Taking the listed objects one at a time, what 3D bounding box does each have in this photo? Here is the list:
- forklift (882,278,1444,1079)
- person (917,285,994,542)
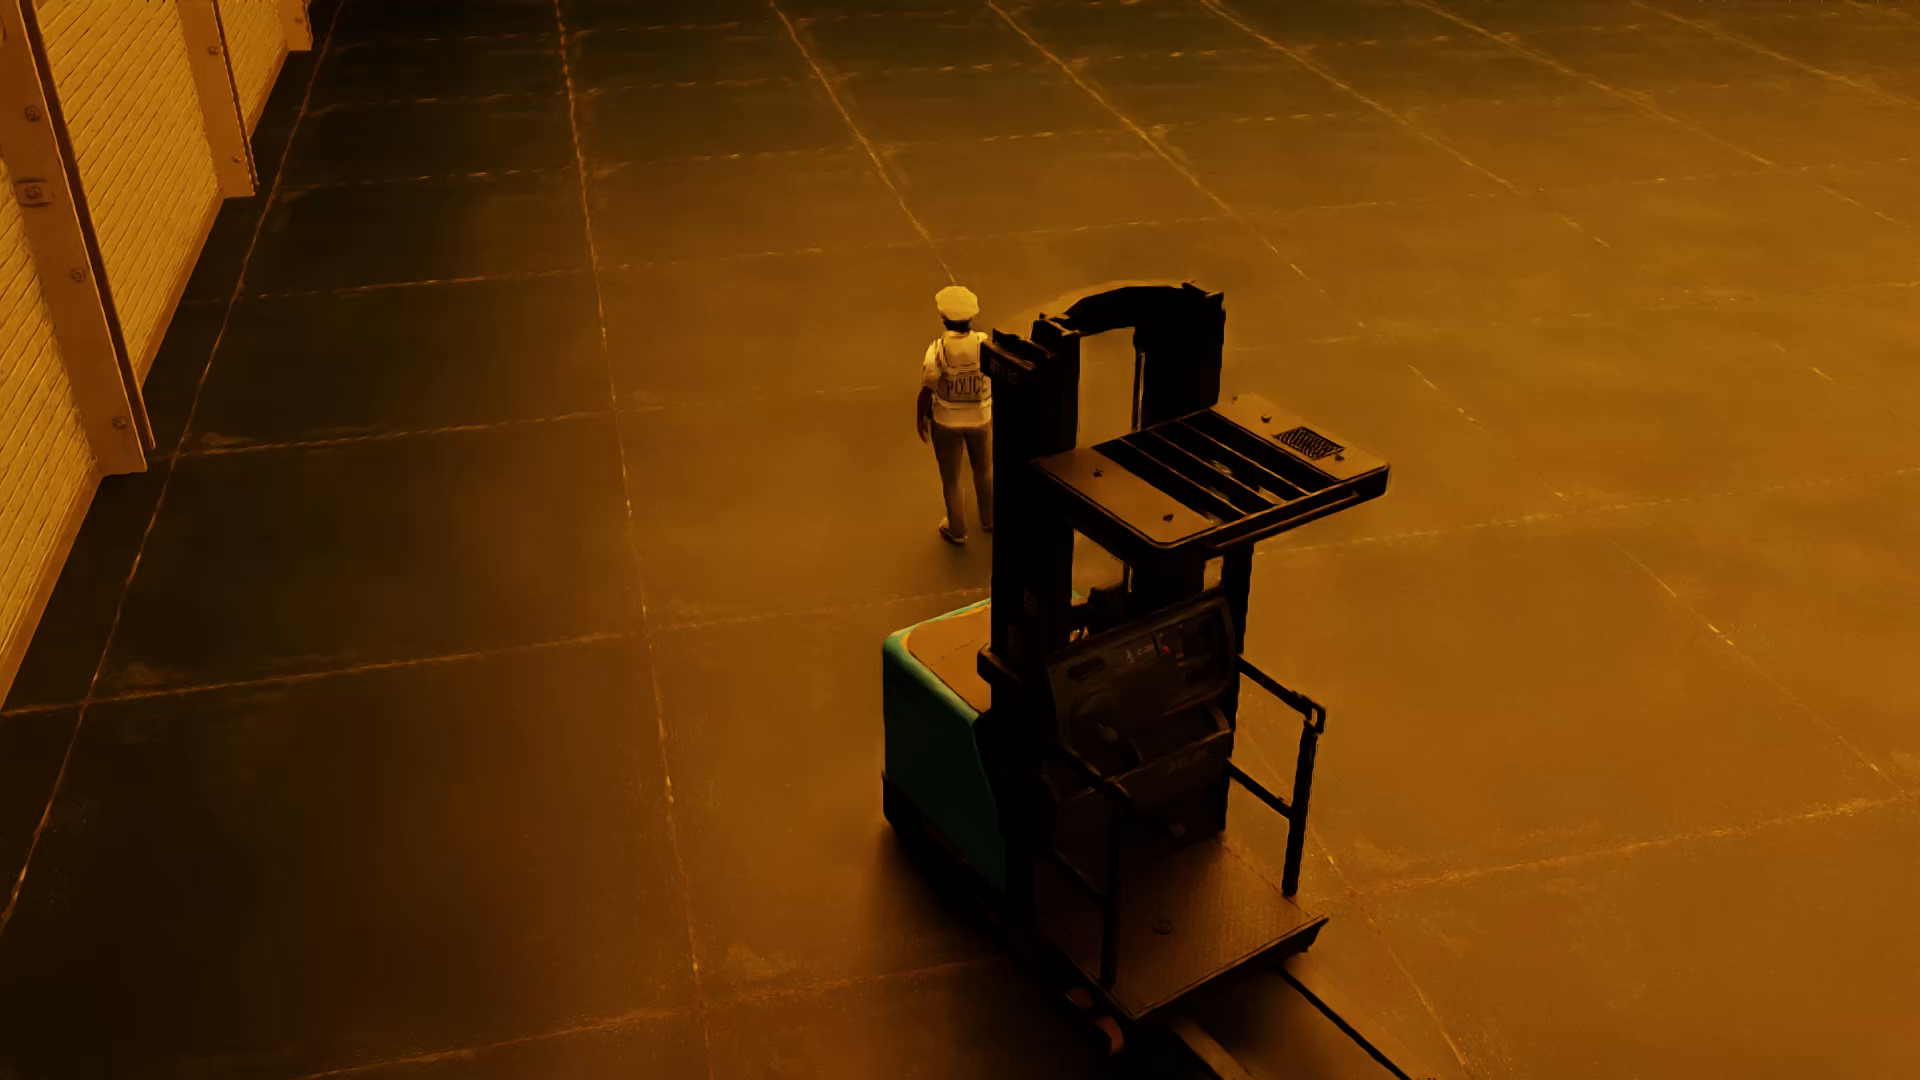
[{"bbox_3d":[0.861,0.579,6.574,1.130,2.935,3.031,-18,35,-29],"label":"forklift"},{"bbox_3d":[0.001,-0.778,10.139,0.570,1.693,0.529,-7,31,-12],"label":"person"}]
